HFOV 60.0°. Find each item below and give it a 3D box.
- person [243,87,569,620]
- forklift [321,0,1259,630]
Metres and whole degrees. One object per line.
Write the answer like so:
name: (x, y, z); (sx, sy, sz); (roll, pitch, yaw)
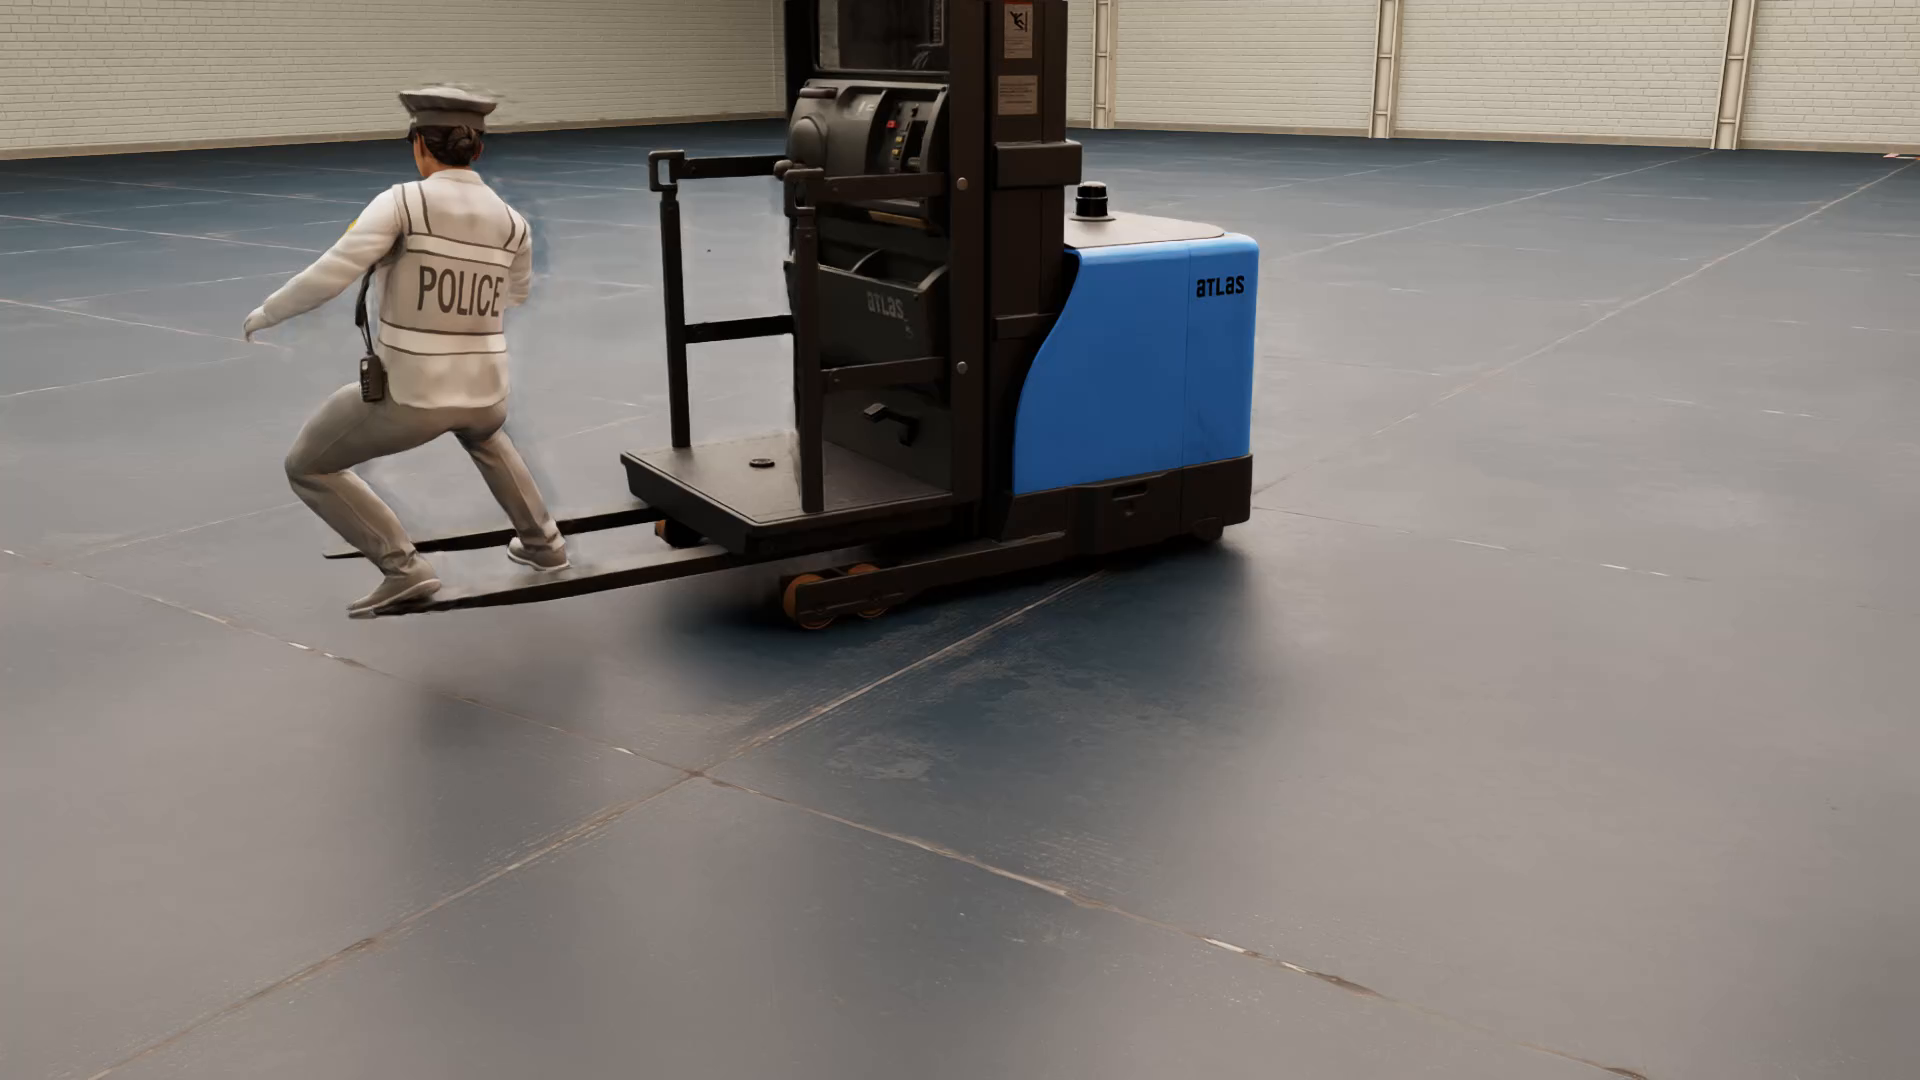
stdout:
person: (-1.478, -0.499, 4.558); (0.694, 1.437, 0.847); (16, 23, 43)
forklift: (-0.481, -1.304, 5.195); (3.031, 2.935, 1.130); (-10, 19, -31)
